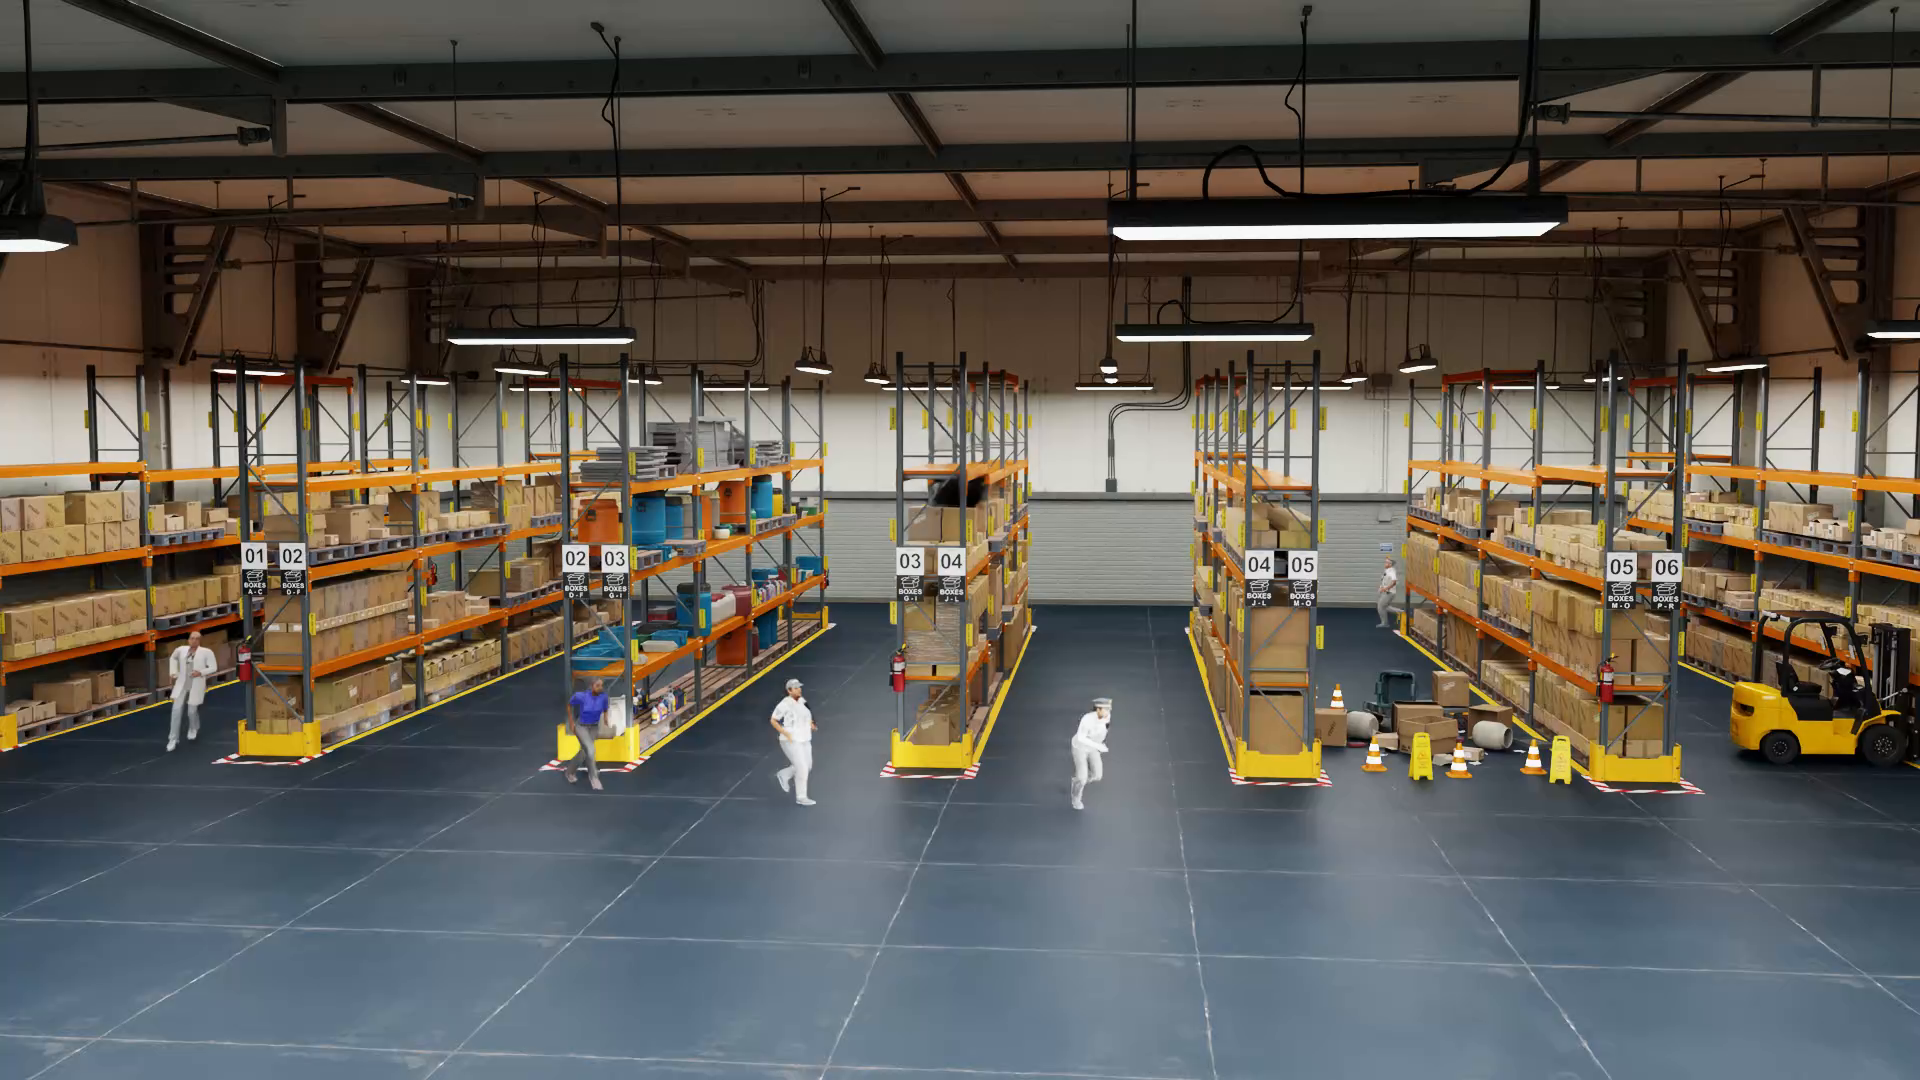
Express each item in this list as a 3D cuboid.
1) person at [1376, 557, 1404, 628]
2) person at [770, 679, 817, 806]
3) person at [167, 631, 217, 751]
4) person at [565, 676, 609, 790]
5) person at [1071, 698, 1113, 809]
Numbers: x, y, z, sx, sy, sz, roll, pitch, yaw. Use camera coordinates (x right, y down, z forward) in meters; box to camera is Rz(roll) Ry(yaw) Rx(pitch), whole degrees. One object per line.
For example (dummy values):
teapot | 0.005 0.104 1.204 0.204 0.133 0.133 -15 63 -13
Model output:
person | 10.461 1.276 40.405 0.672 1.748 0.676 1 4 14
person | -2.190 2.636 21.861 0.768 1.629 0.618 3 5 36
person | -11.887 2.298 25.775 0.733 1.784 0.998 -1 4 -11
person | -5.137 2.619 22.824 0.558 1.577 0.909 -4 6 -44
person | 1.725 2.744 21.464 0.639 1.490 0.751 -3 5 -37
